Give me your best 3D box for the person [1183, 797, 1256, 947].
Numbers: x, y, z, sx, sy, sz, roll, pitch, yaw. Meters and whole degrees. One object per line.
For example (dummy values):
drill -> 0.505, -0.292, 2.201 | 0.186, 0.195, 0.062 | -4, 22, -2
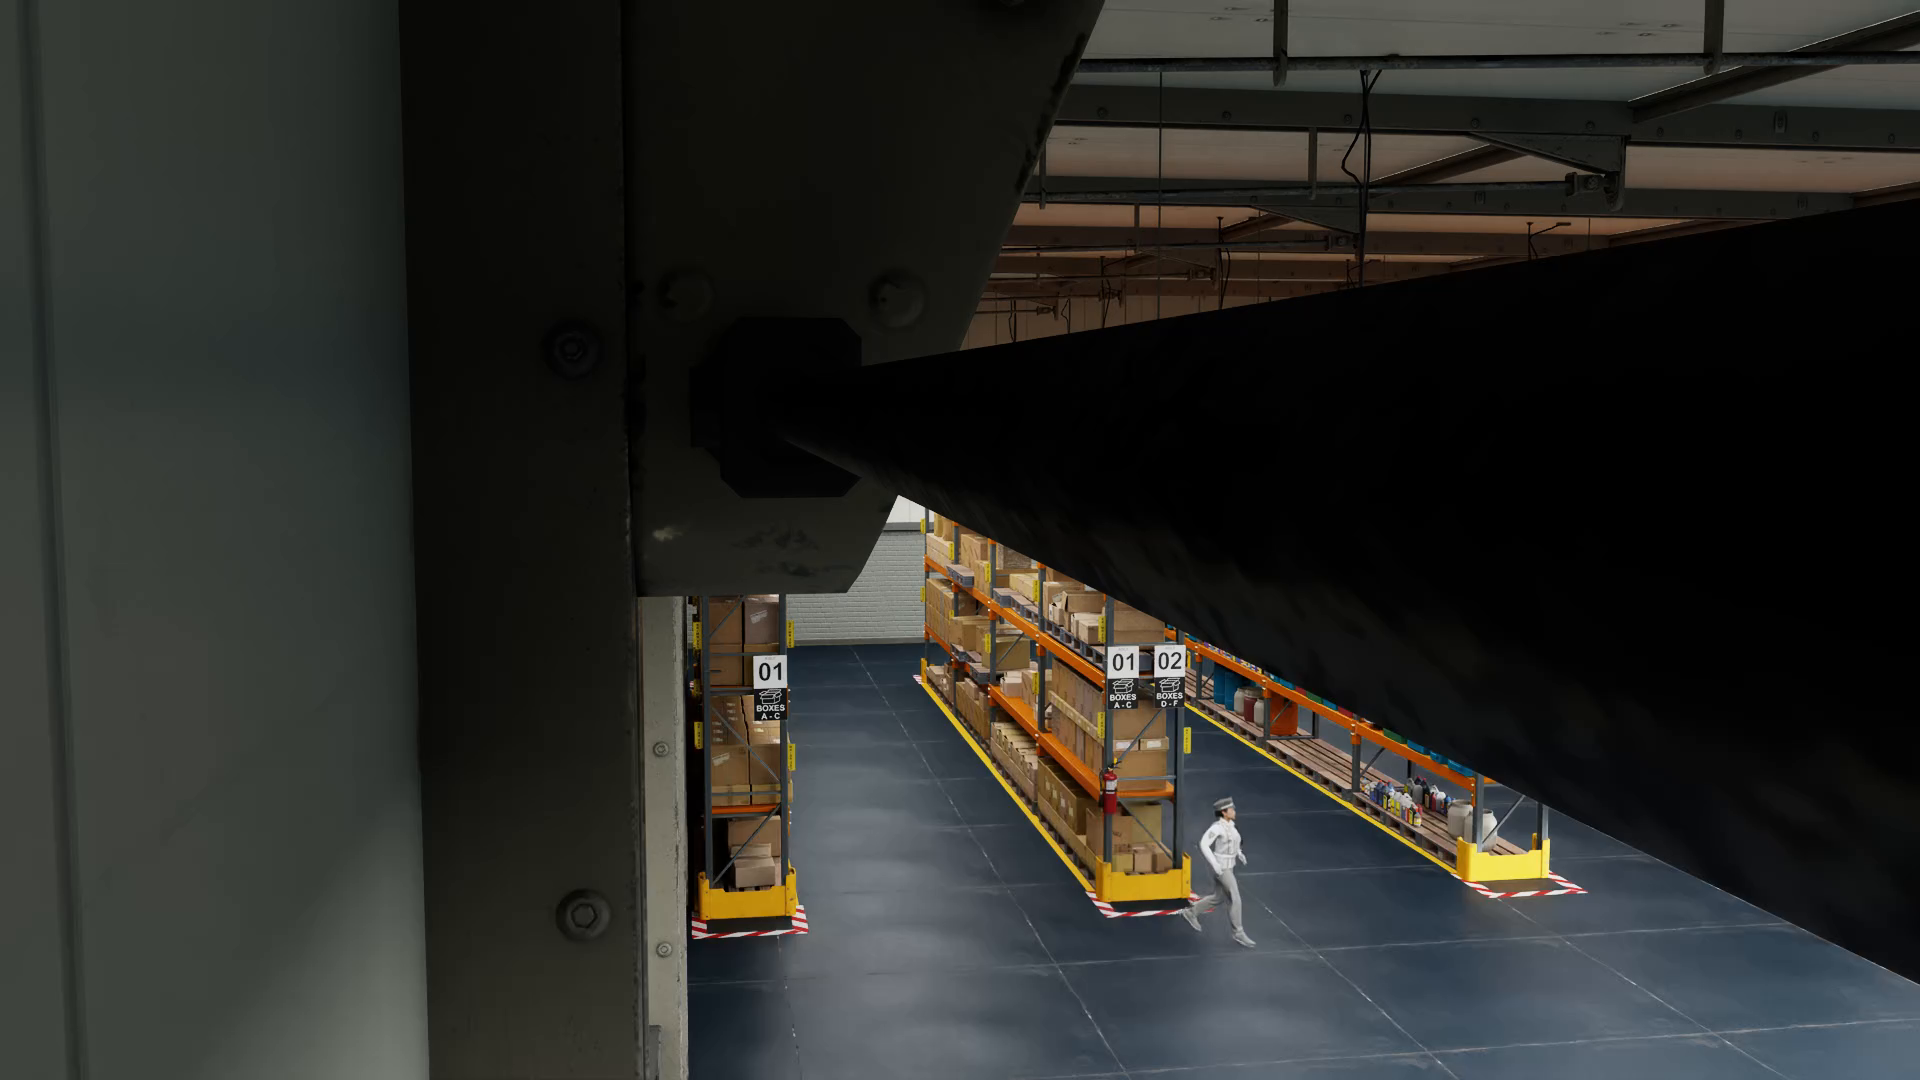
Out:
person -> 3.015, 3.803, 19.250 | 0.890, 1.707, 0.635 | 2, 5, 22
